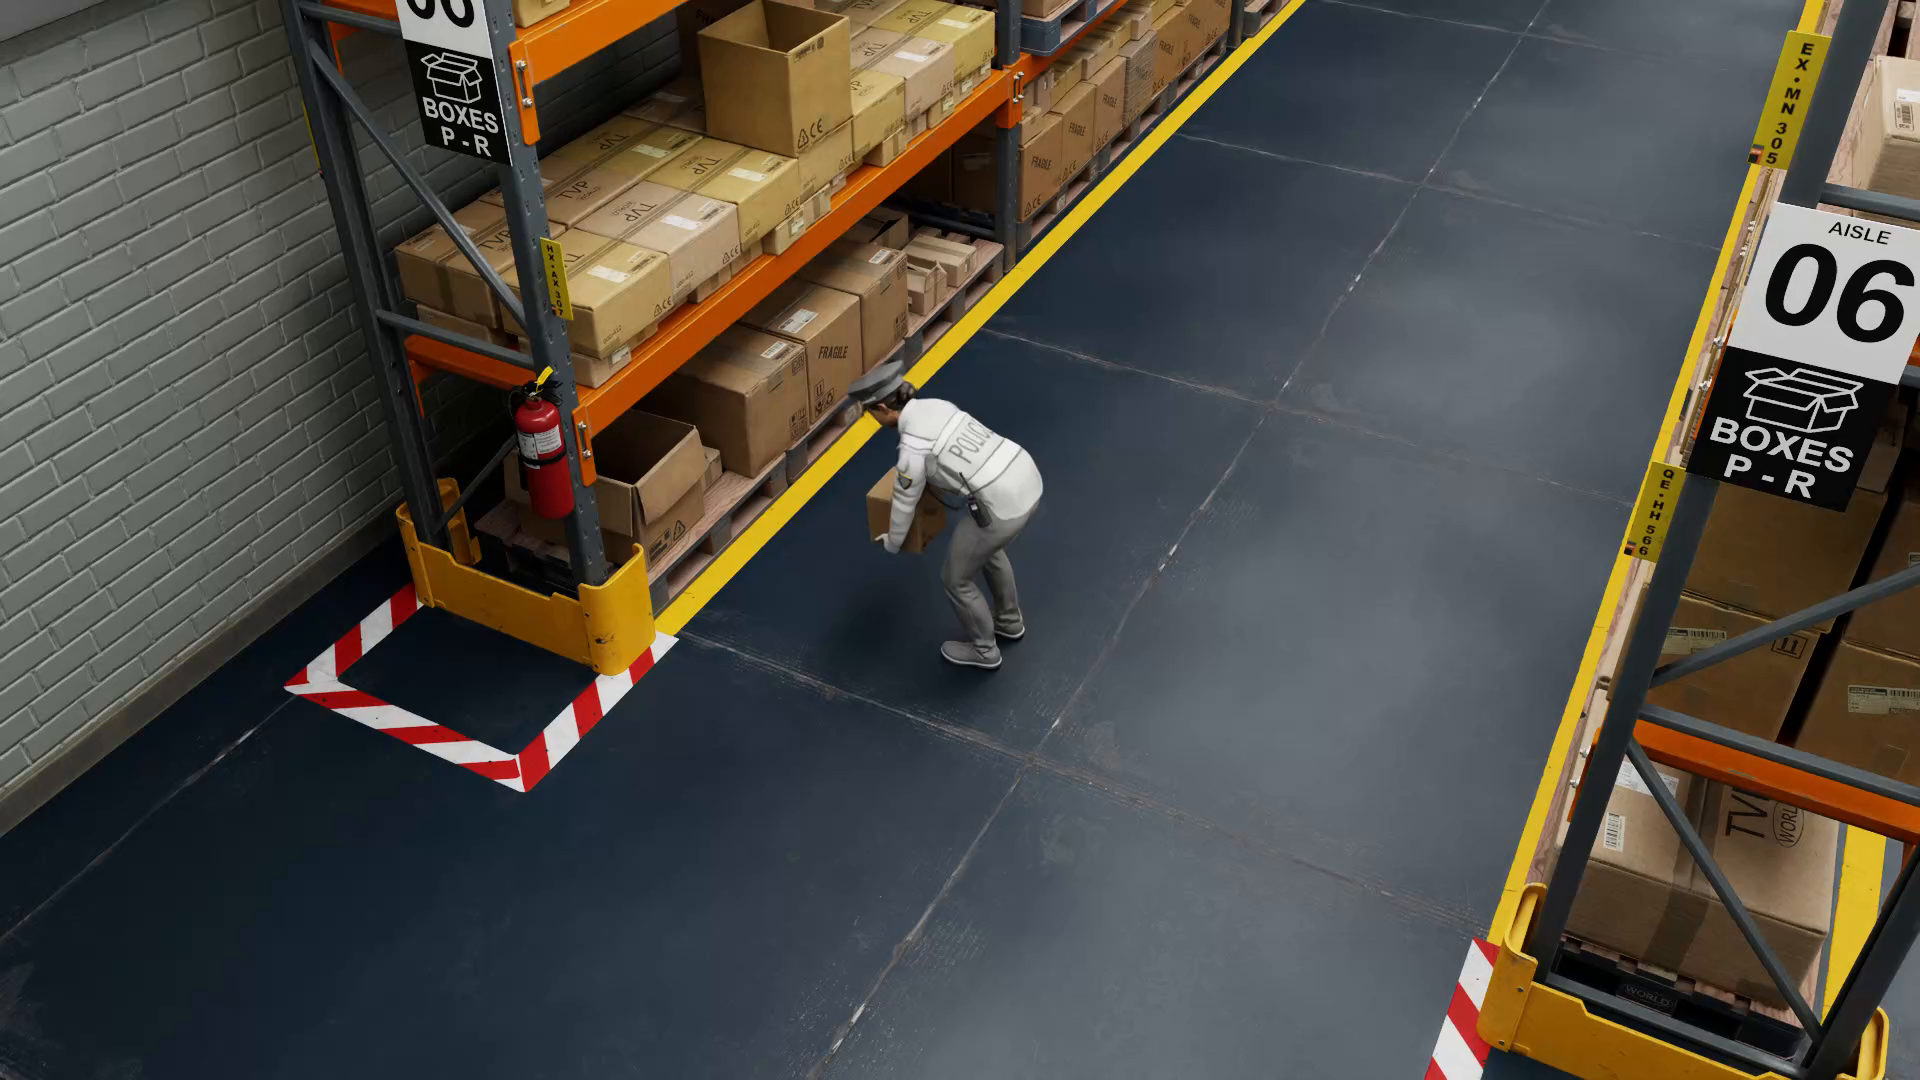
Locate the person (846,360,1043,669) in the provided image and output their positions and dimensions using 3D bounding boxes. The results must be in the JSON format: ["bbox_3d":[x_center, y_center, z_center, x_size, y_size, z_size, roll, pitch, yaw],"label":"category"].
[{"bbox_3d":[-0.070,-0.112,7.142,0.849,1.359,0.419,17,41,20],"label":"person"}]
